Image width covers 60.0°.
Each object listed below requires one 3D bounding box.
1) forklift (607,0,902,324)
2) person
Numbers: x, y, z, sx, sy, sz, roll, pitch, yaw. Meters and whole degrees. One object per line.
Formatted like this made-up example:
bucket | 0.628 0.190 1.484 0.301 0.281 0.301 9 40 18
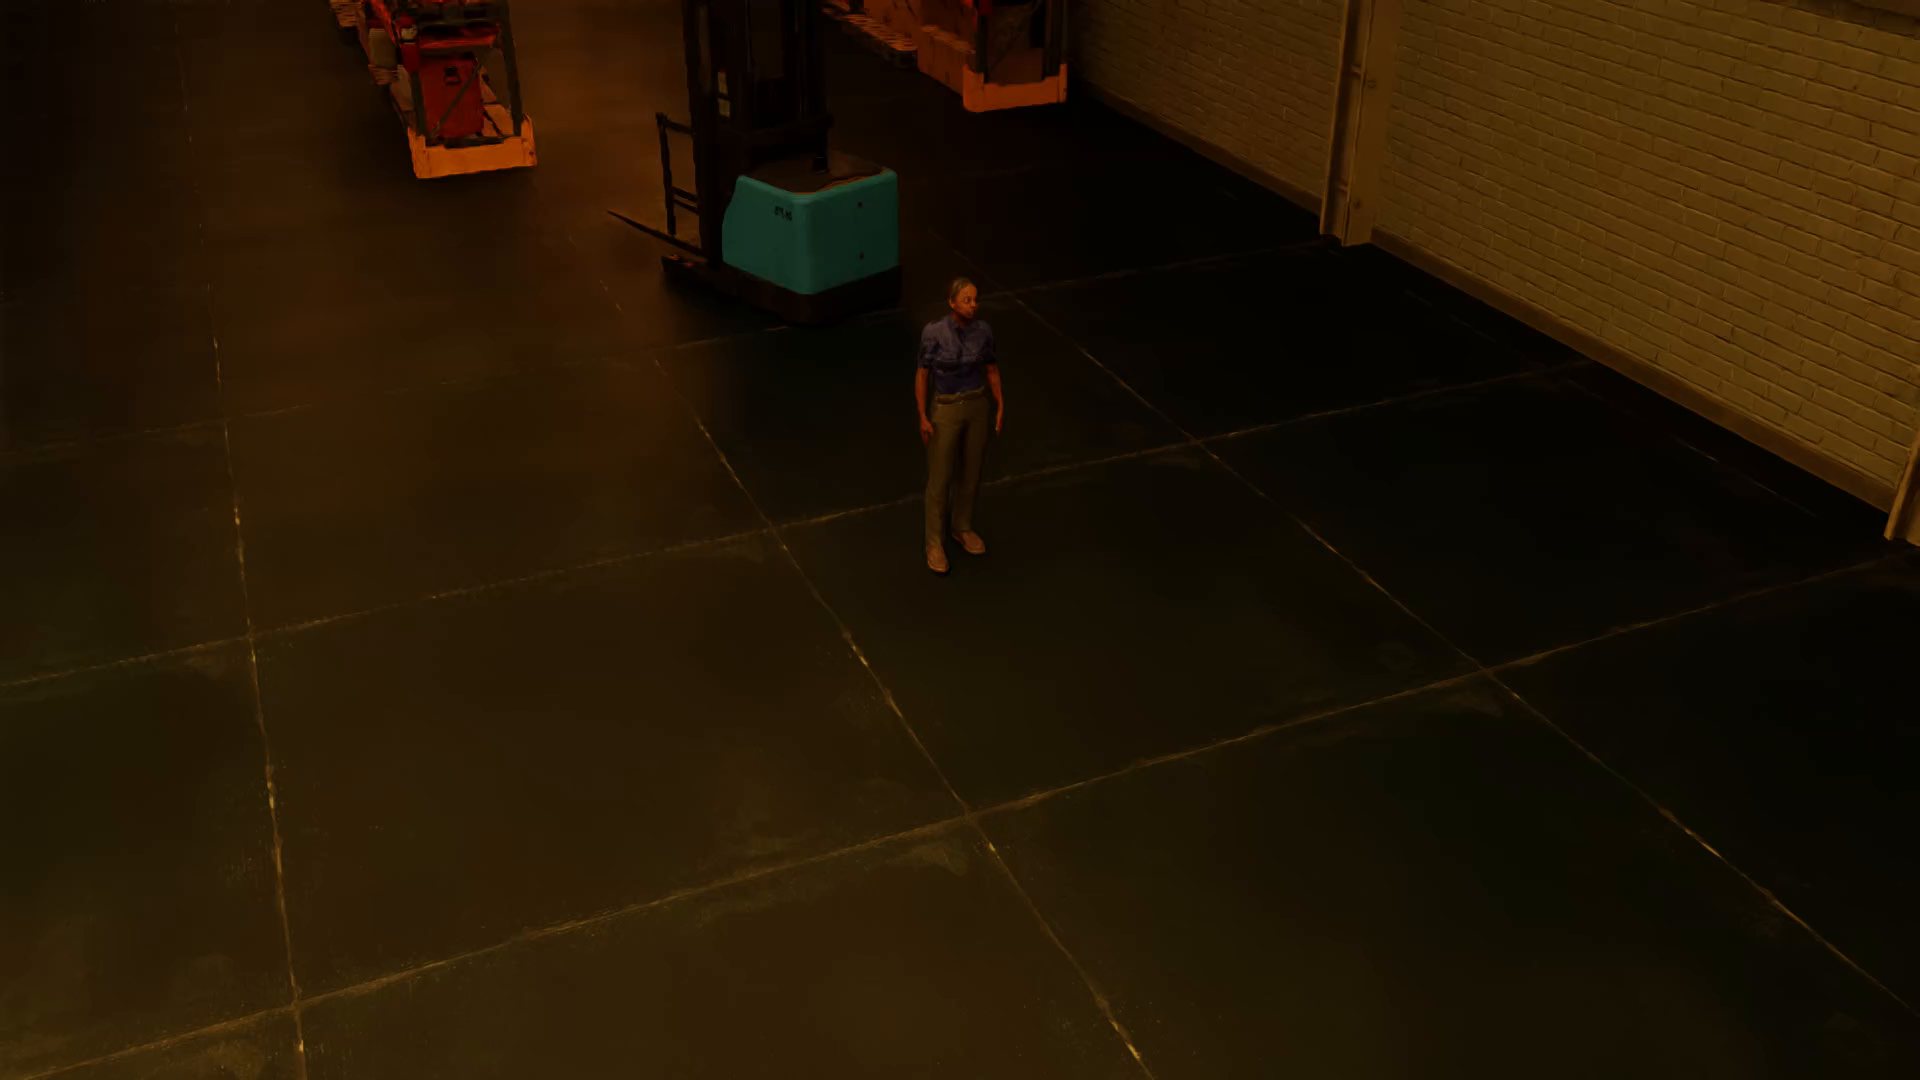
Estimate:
forklift | -1.846 -3.579 13.379 1.130 2.935 3.031 -25 38 -37
person | 0.017 -0.680 9.582 0.570 1.654 0.503 -12 32 -20
